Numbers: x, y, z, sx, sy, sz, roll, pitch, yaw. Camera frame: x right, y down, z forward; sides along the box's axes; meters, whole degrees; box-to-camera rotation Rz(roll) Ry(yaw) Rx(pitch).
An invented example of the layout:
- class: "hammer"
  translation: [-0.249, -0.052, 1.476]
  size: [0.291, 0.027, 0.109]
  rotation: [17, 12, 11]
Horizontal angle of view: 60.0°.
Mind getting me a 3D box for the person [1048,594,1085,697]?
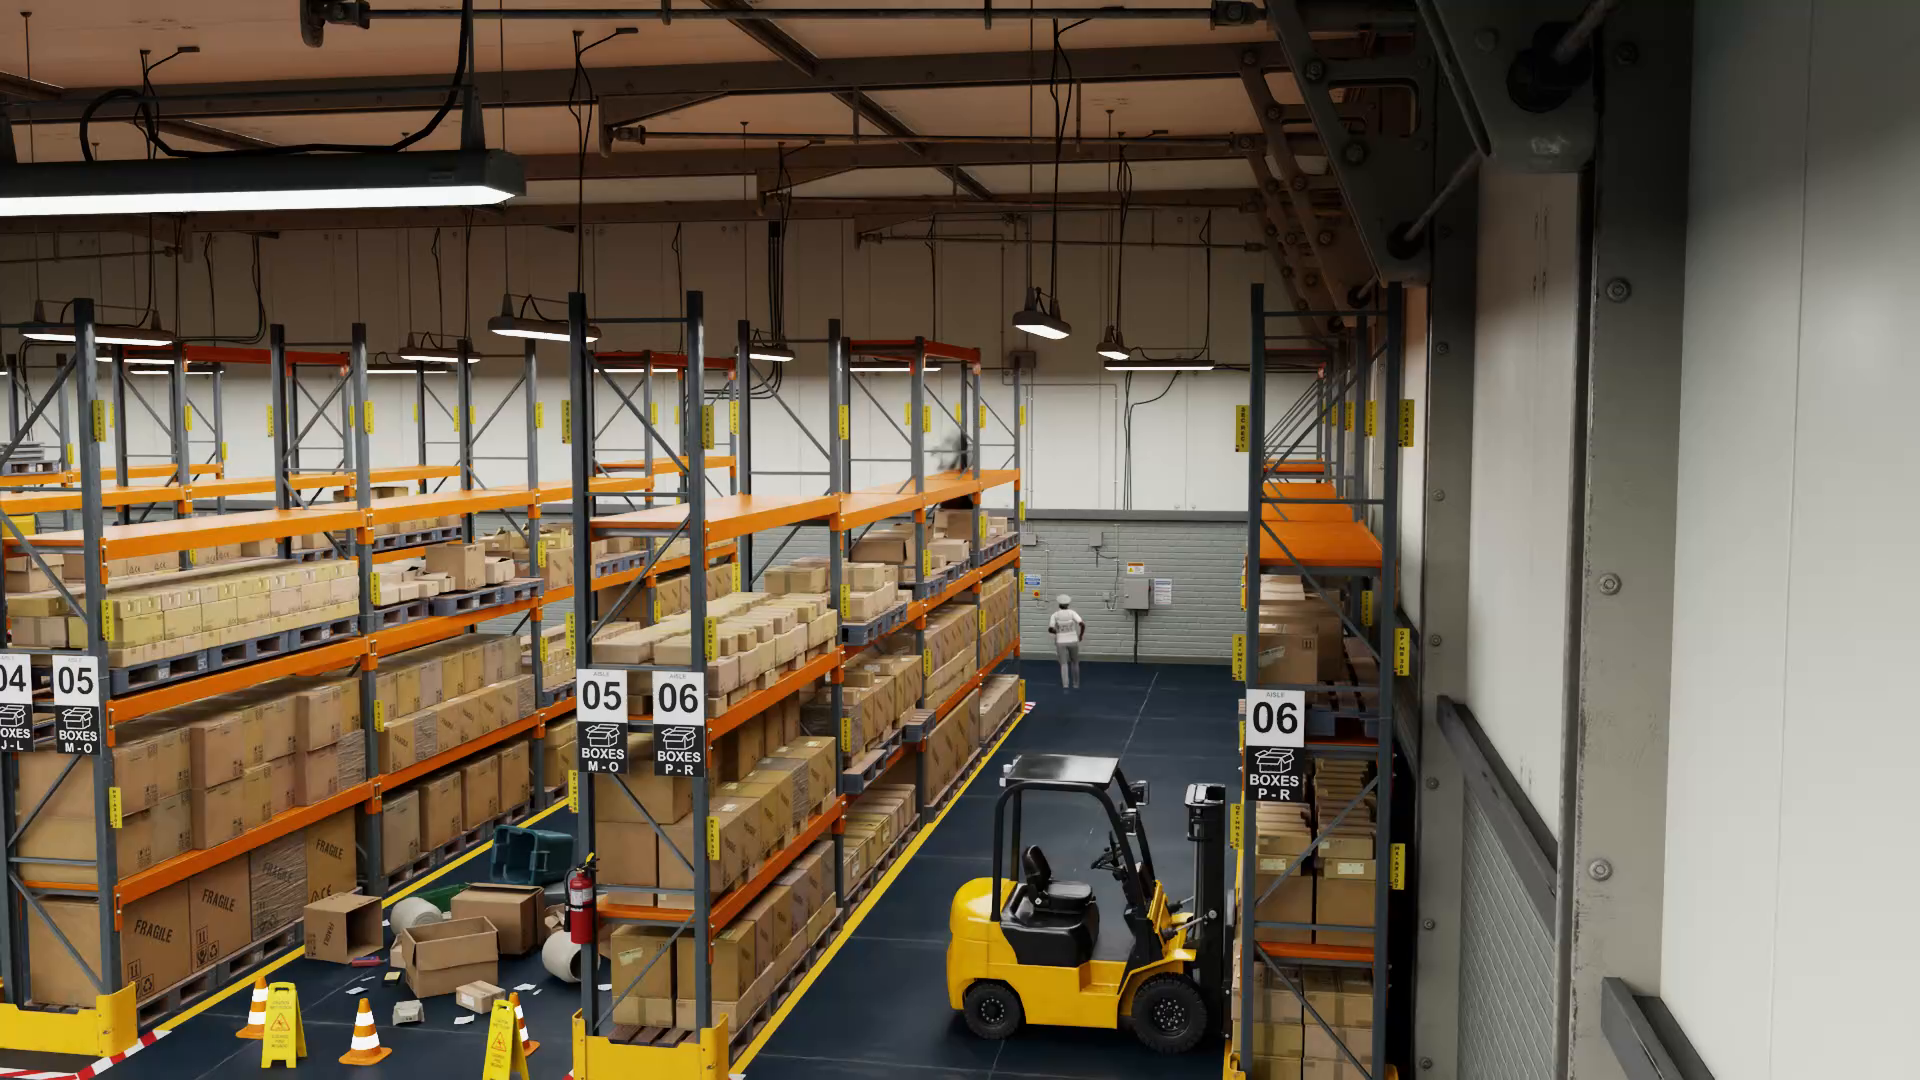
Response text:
- class: "person"
  translation: [1.818, 1.786, 28.413]
  size: [0.604, 1.724, 0.820]
  rotation: [0, 5, 2]
